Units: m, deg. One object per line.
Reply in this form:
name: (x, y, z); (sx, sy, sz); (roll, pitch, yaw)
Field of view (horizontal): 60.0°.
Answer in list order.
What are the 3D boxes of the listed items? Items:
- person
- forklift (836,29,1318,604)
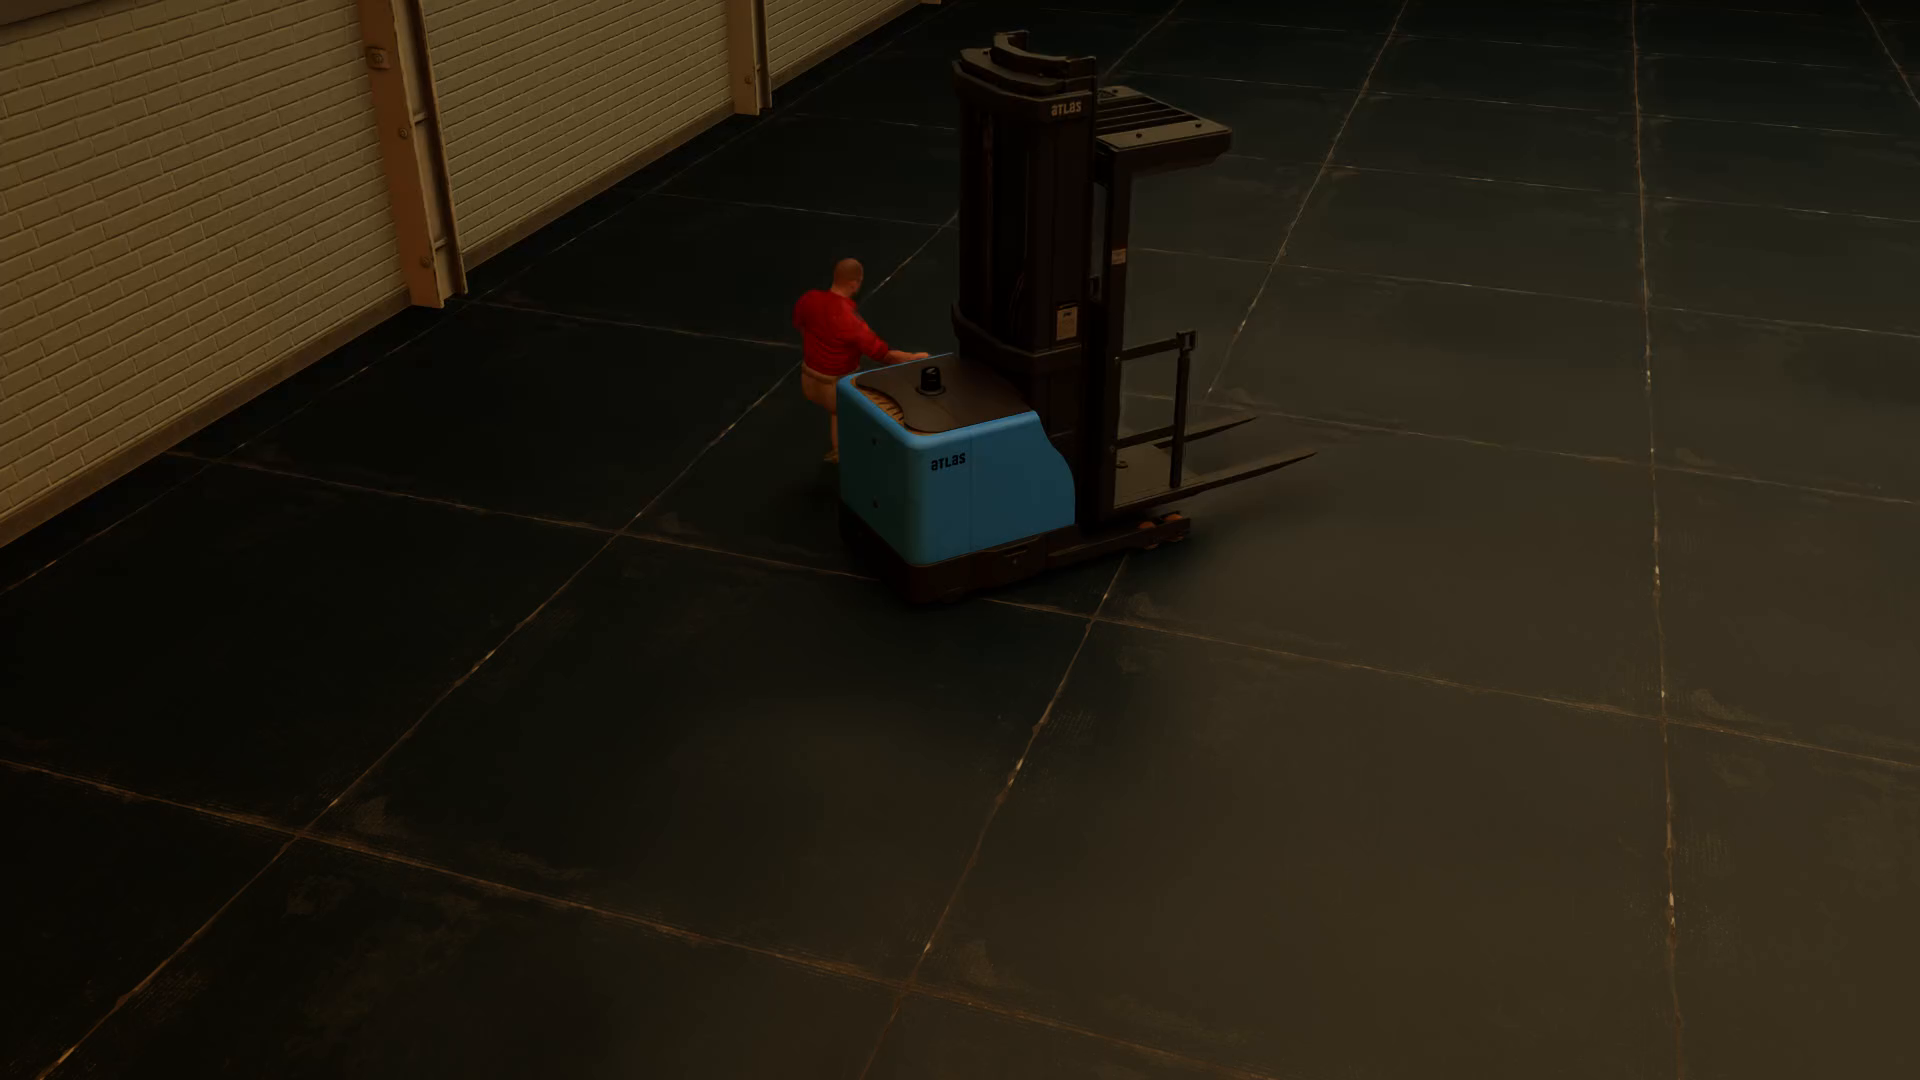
person: (-0.630, -1.066, 10.384); (0.804, 1.562, 0.703); (24, 37, 35)
forklift: (0.811, -1.428, 9.642); (3.031, 2.935, 1.130); (-15, 33, -25)
